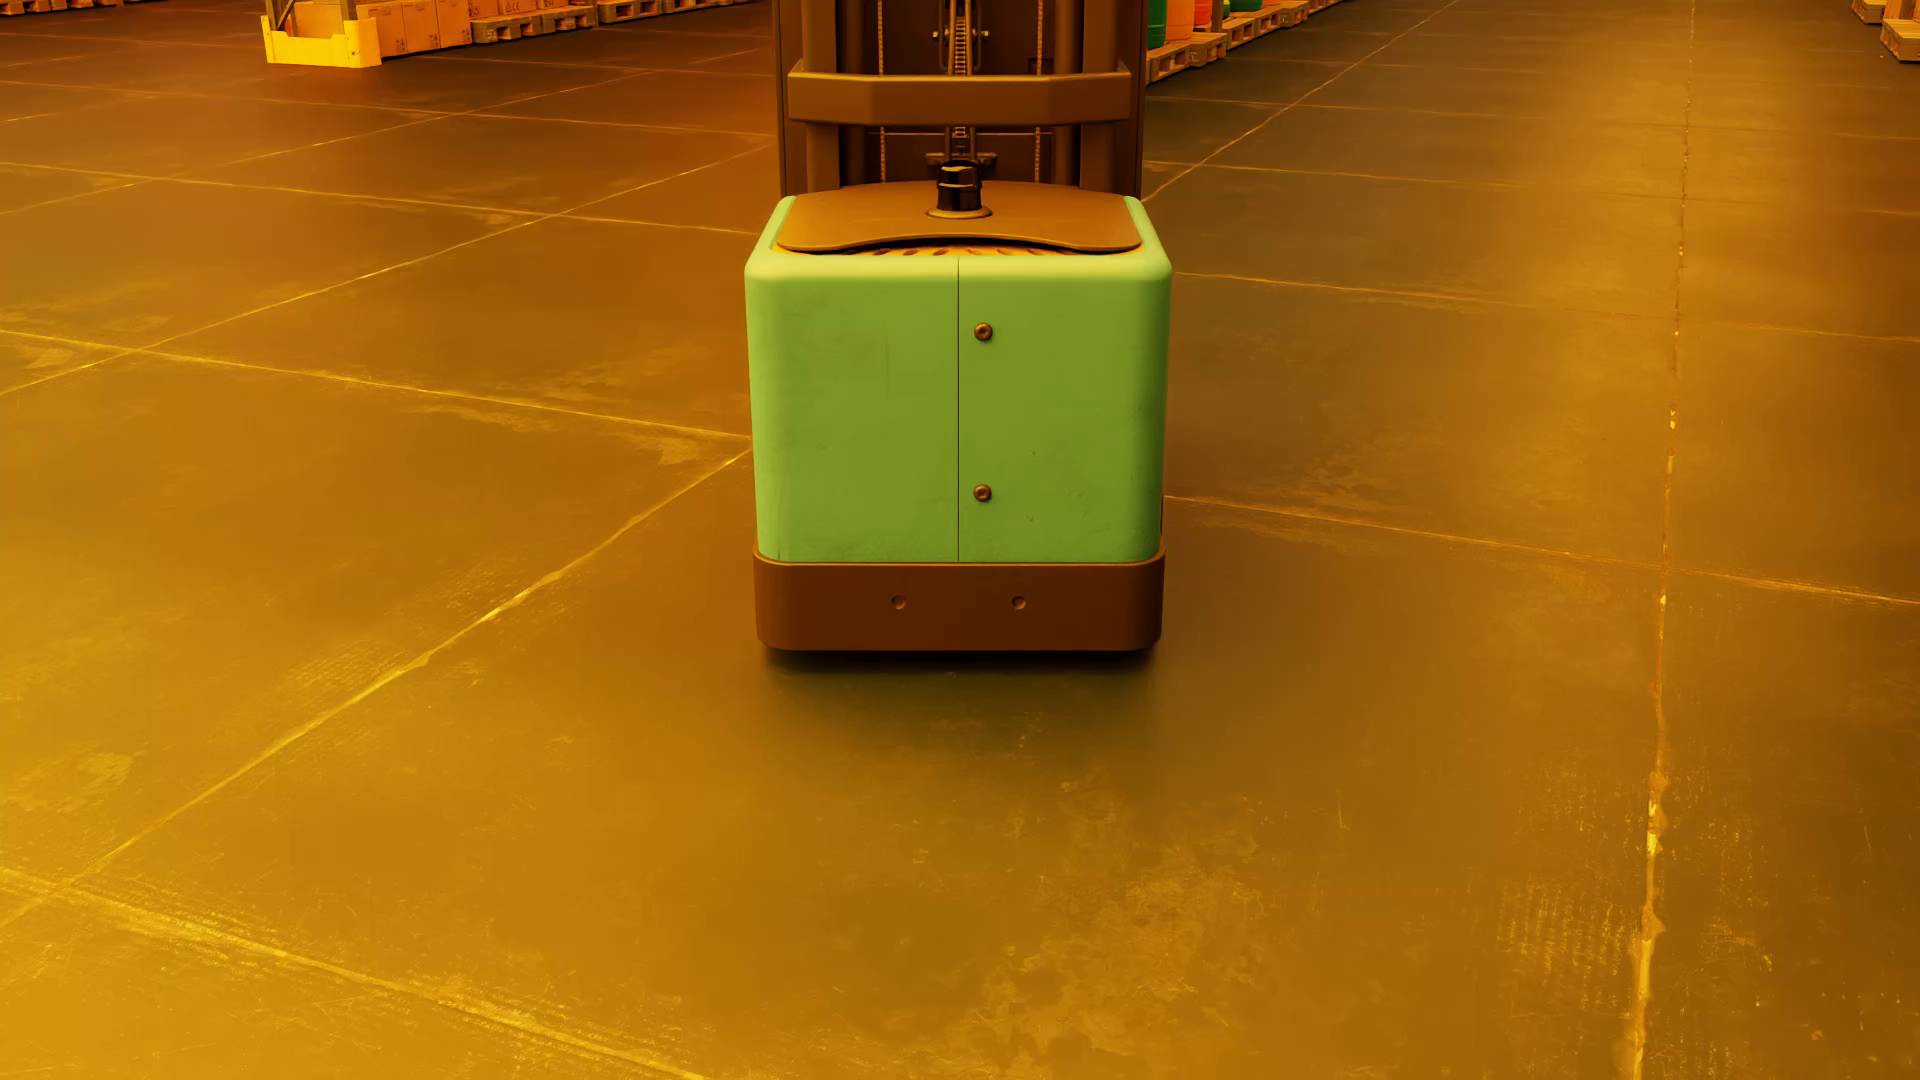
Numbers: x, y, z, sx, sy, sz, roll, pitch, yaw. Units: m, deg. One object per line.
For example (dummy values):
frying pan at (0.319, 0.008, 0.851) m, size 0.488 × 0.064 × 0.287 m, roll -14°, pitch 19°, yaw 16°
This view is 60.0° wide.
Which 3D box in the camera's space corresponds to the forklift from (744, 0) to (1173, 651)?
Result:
forklift at (0.002, -1.587, 5.089) m, size 1.130 × 2.935 × 3.031 m, roll 0°, pitch 23°, yaw 0°
